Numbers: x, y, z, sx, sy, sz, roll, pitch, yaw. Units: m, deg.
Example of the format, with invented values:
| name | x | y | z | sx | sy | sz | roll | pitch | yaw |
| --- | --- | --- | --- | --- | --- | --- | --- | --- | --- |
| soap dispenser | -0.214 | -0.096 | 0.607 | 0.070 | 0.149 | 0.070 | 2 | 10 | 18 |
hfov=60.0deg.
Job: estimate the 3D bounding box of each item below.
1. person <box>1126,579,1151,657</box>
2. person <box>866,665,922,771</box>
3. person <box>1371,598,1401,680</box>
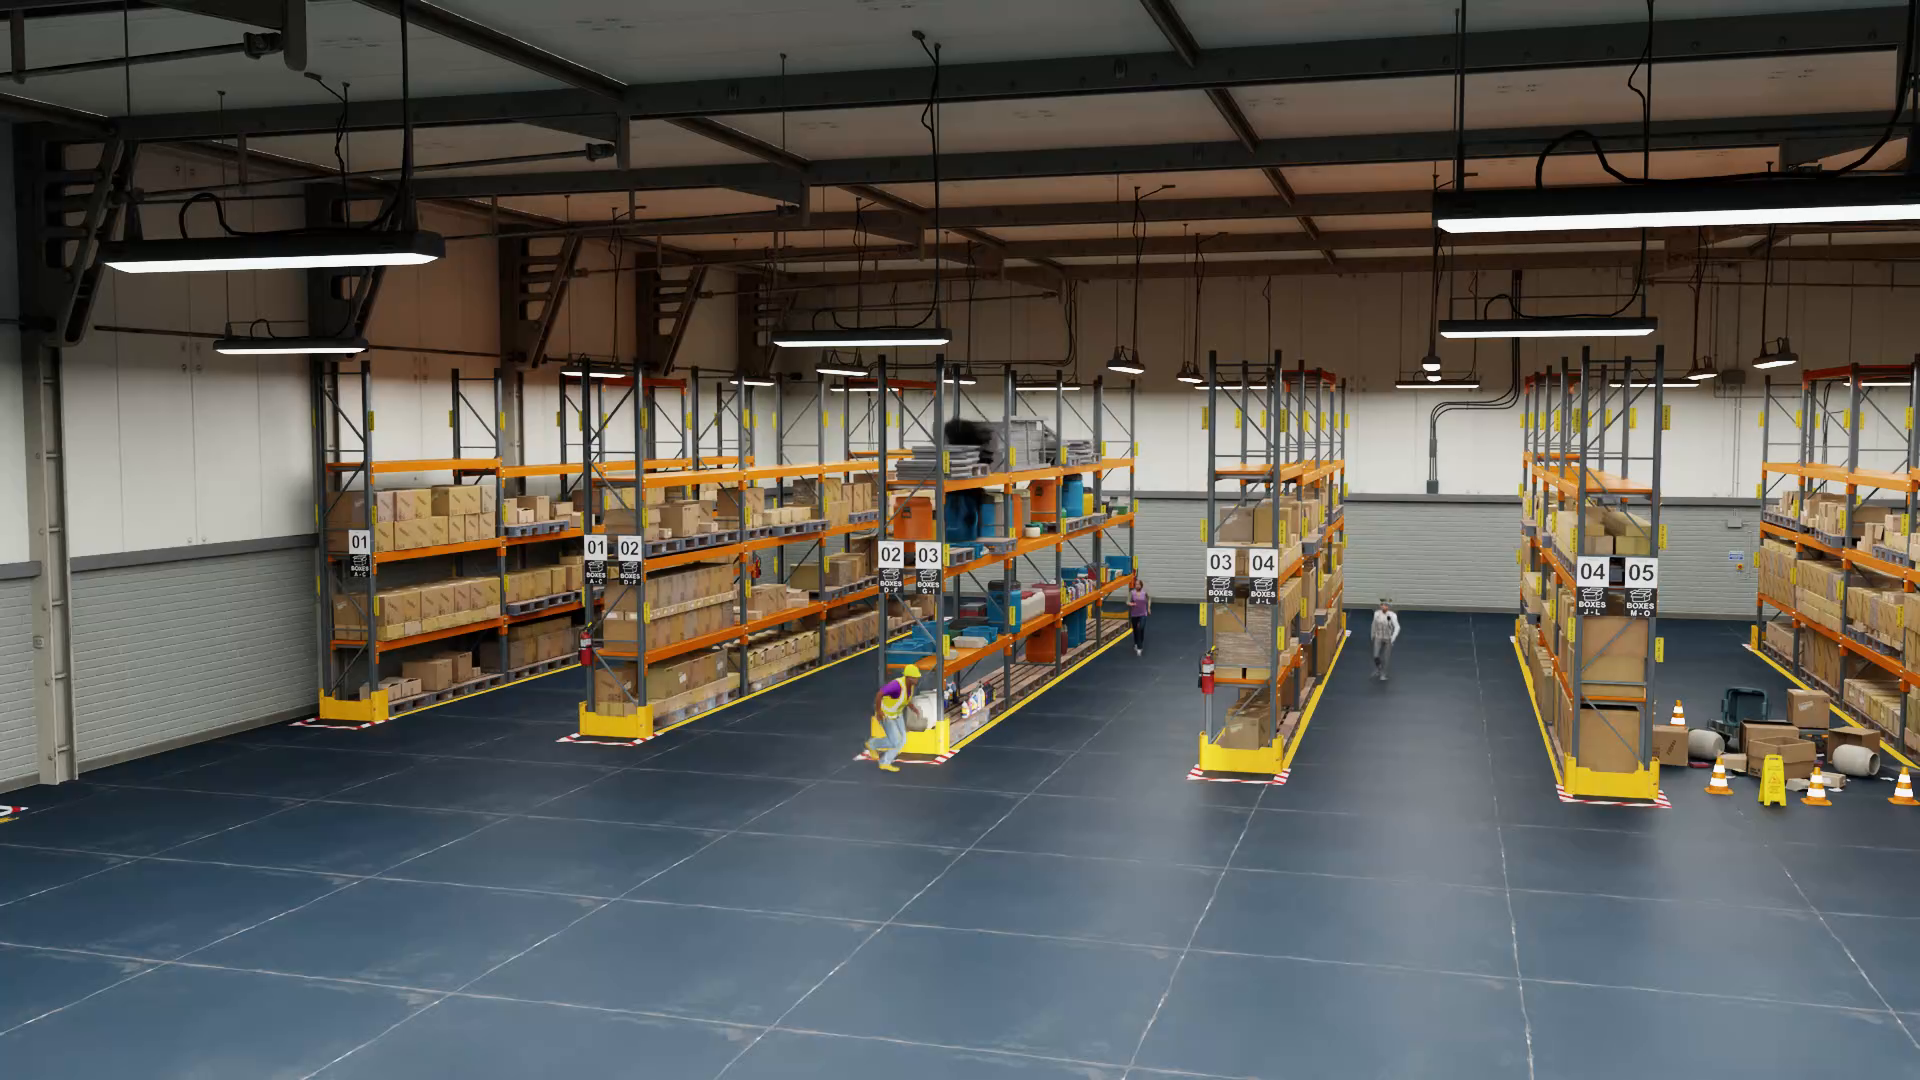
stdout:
| name | x | y | z | sx | sy | sz | roll | pitch | yaw |
| --- | --- | --- | --- | --- | --- | --- | --- | --- | --- |
| person | 3.821 | 1.641 | 35.608 | 0.521 | 1.626 | 0.824 | 1 | 4 | 10 |
| person | -0.959 | 2.537 | 23.715 | 0.946 | 1.567 | 0.724 | 3 | 5 | 32 |
| person | 8.142 | 1.910 | 31.906 | 0.610 | 1.619 | 0.747 | 2 | 4 | 22 |
